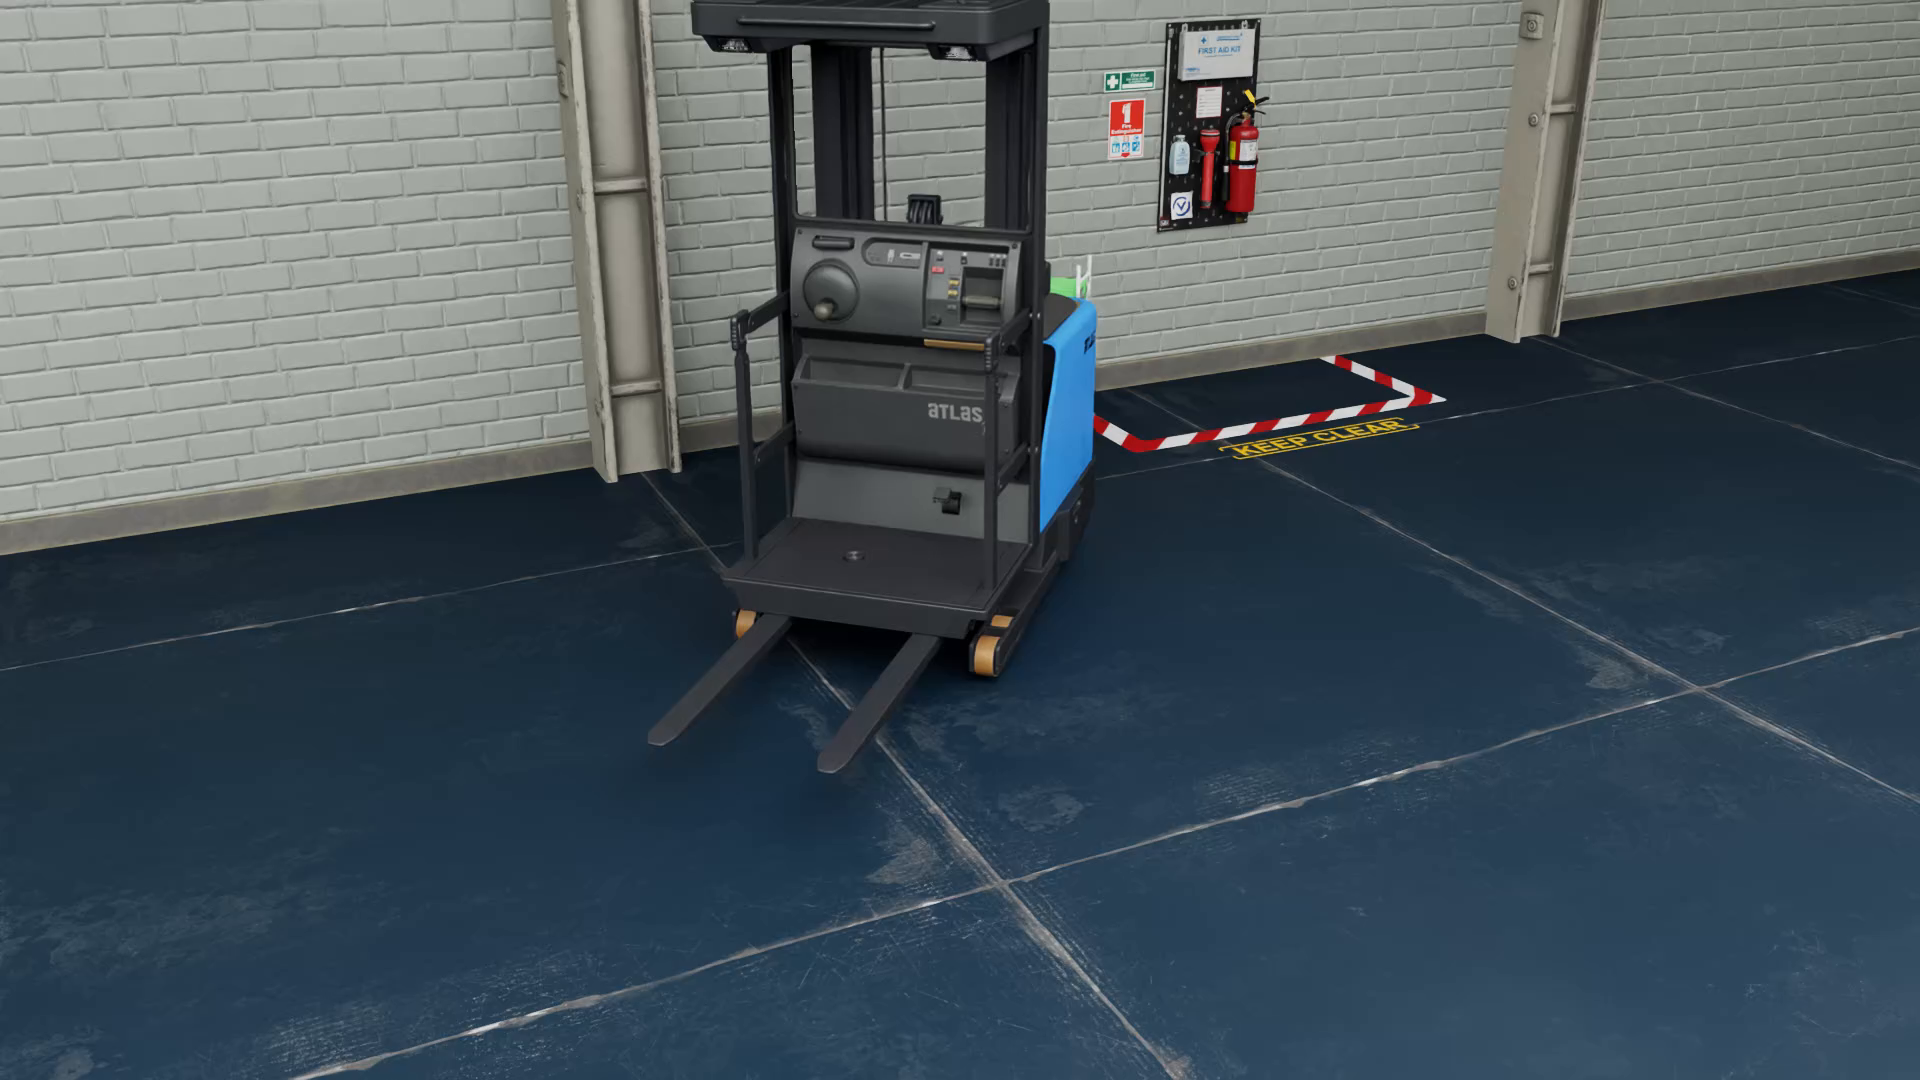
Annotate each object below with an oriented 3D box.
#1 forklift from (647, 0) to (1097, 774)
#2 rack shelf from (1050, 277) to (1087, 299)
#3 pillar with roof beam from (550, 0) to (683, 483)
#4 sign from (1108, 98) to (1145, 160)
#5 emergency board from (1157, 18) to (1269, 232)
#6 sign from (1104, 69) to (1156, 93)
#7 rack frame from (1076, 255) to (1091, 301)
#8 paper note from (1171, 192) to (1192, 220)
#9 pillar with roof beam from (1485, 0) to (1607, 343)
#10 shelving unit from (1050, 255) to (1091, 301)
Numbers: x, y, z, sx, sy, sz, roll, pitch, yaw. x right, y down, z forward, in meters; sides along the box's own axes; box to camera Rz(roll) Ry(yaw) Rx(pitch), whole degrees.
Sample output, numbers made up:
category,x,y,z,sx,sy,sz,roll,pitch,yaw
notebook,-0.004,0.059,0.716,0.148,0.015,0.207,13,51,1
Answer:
category,x,y,z,sx,sy,sz,roll,pitch,yaw
forklift,-0.280,-0.989,6.307,1.130,2.935,3.031,7,23,16
rack shelf,0.348,-1.166,7.909,0.480,0.148,0.258,7,23,16
pillar with roof beam,0.187,-3.049,3.350,0.400,9.000,9.100,-10,25,-24
sign,0.940,-2.320,9.385,0.234,0.329,0.001,-10,25,-24
emergency board,1.483,-2.359,9.528,0.643,1.169,0.194,-10,25,-24
sign,0.948,-2.562,9.278,0.331,0.109,0.001,-10,25,-24
rack frame,0.581,-0.754,8.002,0.015,1.200,0.240,7,23,16
paper note,1.293,-1.947,9.683,0.142,0.148,0.016,-10,25,-24
pillar with roof beam,5.593,-4.044,5.755,0.400,9.000,9.100,-10,25,-24
shelving unit,0.348,-0.781,8.068,0.503,1.200,0.258,7,23,16
